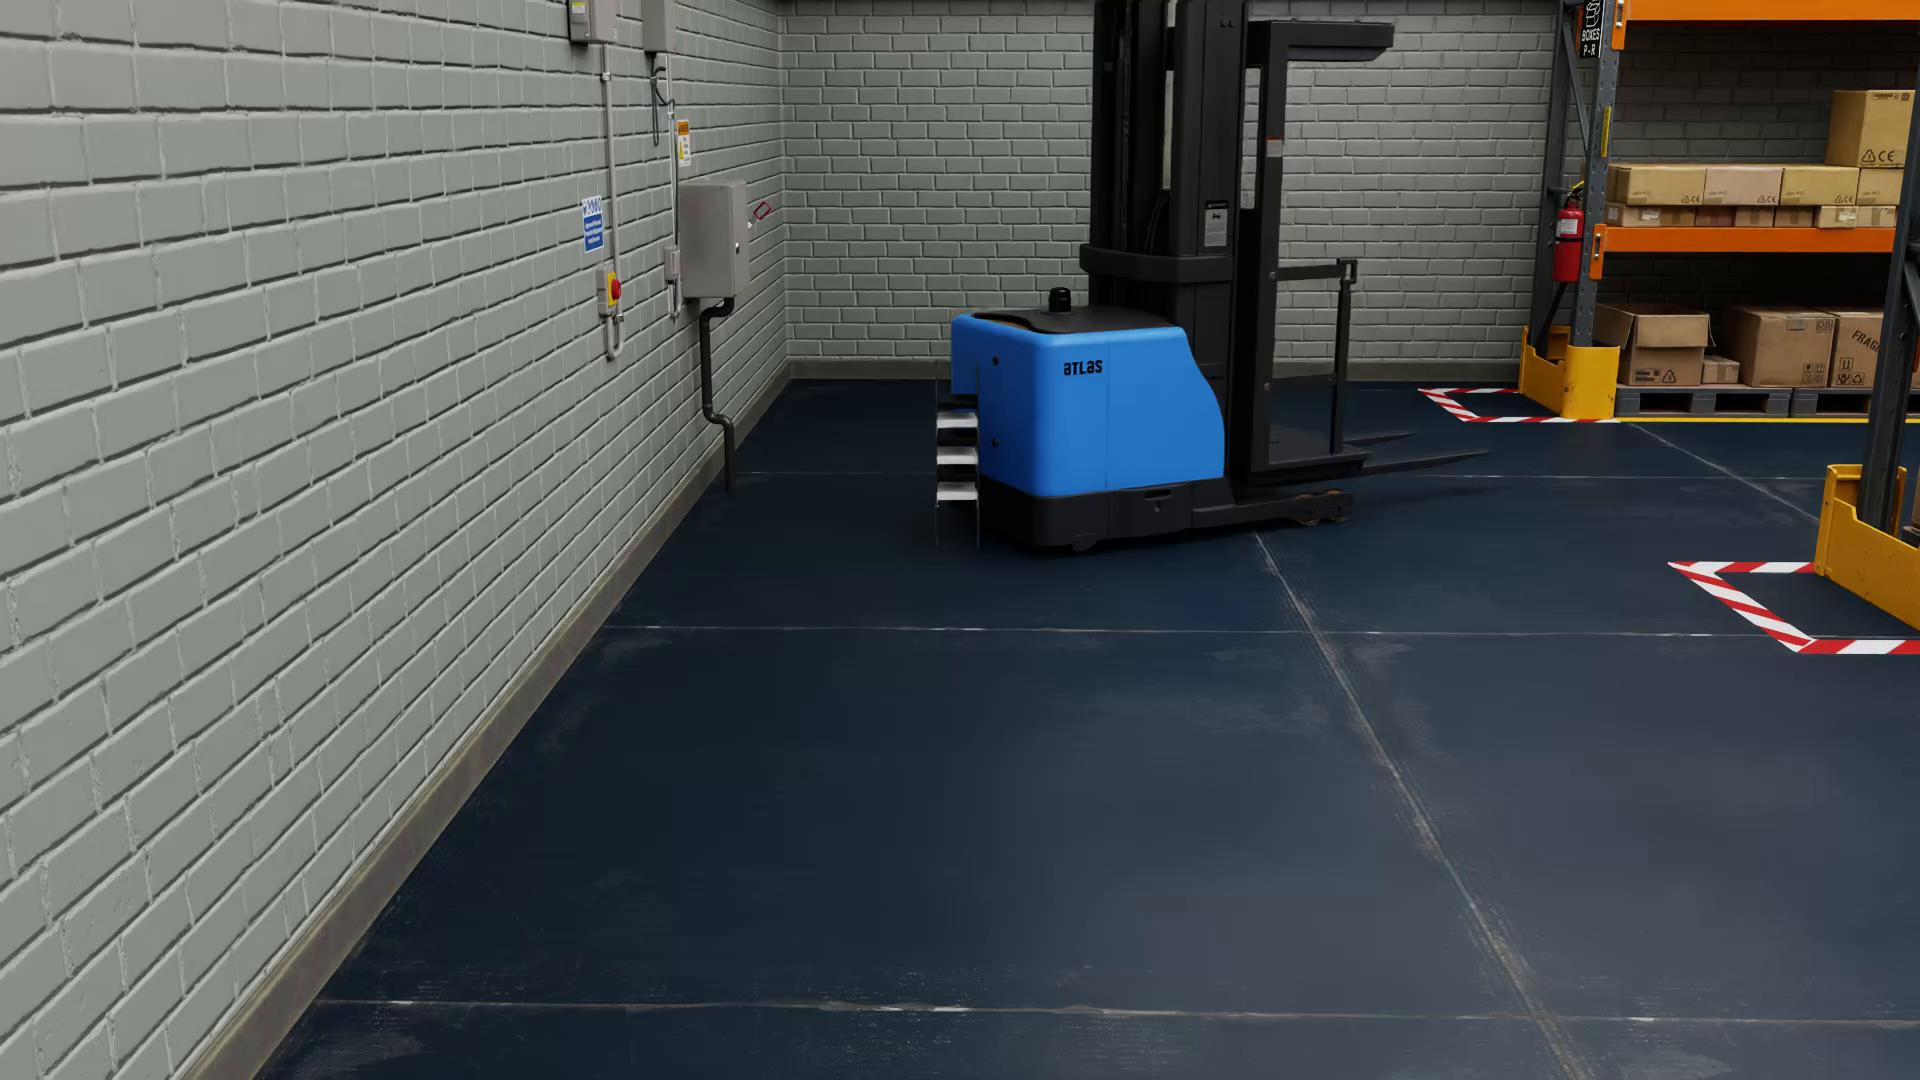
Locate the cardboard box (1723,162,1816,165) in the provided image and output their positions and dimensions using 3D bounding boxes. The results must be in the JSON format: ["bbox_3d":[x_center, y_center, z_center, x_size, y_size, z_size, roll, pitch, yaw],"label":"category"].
[{"bbox_3d":[5.775,-2.559,11.871,0.500,0.250,0.500,1,15,3],"label":"cardboard box"}]

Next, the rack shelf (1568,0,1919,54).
[{"bbox_3d":[6.297,-3.521,11.335,4.000,0.370,1.077,0,15,1],"label":"rack shelf"}]

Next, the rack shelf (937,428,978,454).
[{"bbox_3d":[-0.017,-0.489,8.207,0.200,0.077,0.258,0,15,-2],"label":"rack shelf"}]

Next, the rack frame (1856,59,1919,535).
[{"bbox_3d":[4.175,-1.166,6.878,0.127,3.000,1.000,0,15,1],"label":"rack frame"}]

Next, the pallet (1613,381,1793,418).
[{"bbox_3d":[5.171,-1.077,12.011,1.213,0.211,1.003,0,15,1],"label":"pallet"}]

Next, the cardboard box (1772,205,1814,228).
[{"bbox_3d":[5.655,-2.238,11.433,0.250,0.149,0.380,1,15,2],"label":"cardboard box"}]

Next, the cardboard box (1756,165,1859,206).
[{"bbox_3d":[5.755,-2.425,11.364,0.500,0.250,0.500,0,15,0],"label":"cardboard box"}]

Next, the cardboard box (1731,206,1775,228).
[{"bbox_3d":[5.389,-2.238,11.435,0.250,0.149,0.380,1,15,3],"label":"cardboard box"}]

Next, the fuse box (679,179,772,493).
[{"bbox_3d":[-1.263,-1.108,9.186,0.414,1.711,0.539,0,15,1],"label":"fuse box"}]

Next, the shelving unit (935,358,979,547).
[{"bbox_3d":[-0.017,-0.434,8.221,0.210,0.900,0.258,0,15,-2],"label":"shelving unit"}]

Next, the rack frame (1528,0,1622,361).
[{"bbox_3d":[4.298,-2.431,11.676,0.127,3.000,1.000,0,15,1],"label":"rack frame"}]

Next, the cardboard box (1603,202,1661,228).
[{"bbox_3d":[4.619,-2.238,11.434,0.250,0.149,0.380,0,15,1],"label":"cardboard box"}]

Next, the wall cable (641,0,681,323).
[{"bbox_3d":[-1.438,-2.049,8.236,0.122,1.984,0.588,0,15,1],"label":"wall cable"}]

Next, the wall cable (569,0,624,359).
[{"bbox_3d":[-1.463,-1.703,6.861,0.123,1.953,0.585,0,15,1],"label":"wall cable"}]

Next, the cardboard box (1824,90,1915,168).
[{"bbox_3d":[6.244,-2.784,11.253,0.500,0.500,0.500,1,15,3],"label":"cardboard box"}]

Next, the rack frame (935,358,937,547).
[{"bbox_3d":[-0.119,-0.433,8.218,0.006,0.900,0.240,0,15,-2],"label":"rack frame"}]

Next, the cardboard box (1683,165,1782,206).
[{"bbox_3d":[5.248,-2.428,11.373,0.500,0.250,0.500,1,15,2],"label":"cardboard box"}]

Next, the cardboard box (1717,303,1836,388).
[{"bbox_3d":[5.760,-1.382,11.776,0.500,0.500,0.700,1,15,4],"label":"cardboard box"}]

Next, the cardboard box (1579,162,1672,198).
[{"bbox_3d":[4.764,-2.567,11.902,0.500,0.250,0.500,1,15,3],"label":"cardboard box"}]

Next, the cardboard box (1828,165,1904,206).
[{"bbox_3d":[6.267,-2.427,11.372,0.500,0.250,0.500,0,15,0],"label":"cardboard box"}]

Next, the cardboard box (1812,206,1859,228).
[{"bbox_3d":[5.906,-2.217,11.355,0.250,0.149,0.380,0,15,0],"label":"cardboard box"}]

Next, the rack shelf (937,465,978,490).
[{"bbox_3d":[-0.017,-0.315,8.253,0.200,0.077,0.258,0,15,-2],"label":"rack shelf"}]

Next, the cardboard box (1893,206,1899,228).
[{"bbox_3d":[6.429,-2.236,11.428,0.250,0.149,0.380,0,15,1],"label":"cardboard box"}]

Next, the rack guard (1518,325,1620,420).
[{"bbox_3d":[4.374,-1.222,11.993,0.348,0.500,1.175,0,15,1],"label":"rack guard"}]

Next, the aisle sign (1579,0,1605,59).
[{"bbox_3d":[4.222,-3.614,11.062,0.004,0.787,0.394,0,15,1],"label":"aisle sign"}]

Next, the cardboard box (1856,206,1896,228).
[{"bbox_3d":[6.170,-2.220,11.368,0.250,0.149,0.380,1,15,3],"label":"cardboard box"}]

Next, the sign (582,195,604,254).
[{"bbox_3d":[-1.525,-1.315,6.915,0.001,0.218,0.327,0,15,1],"label":"sign"}]

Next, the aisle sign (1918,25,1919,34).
[{"bbox_3d":[4.111,-2.502,6.848,0.004,0.787,0.394,0,15,1],"label":"aisle sign"}]

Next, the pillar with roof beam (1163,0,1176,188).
[{"bbox_3d":[1.515,-4.482,7.687,0.400,9.000,9.100,0,15,1],"label":"pillar with roof beam"}]

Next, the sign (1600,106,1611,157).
[{"bbox_3d":[4.284,-2.712,11.041,0.005,0.325,0.100,0,15,1],"label":"sign"}]

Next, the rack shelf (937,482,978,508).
[{"bbox_3d":[-0.017,-0.228,8.276,0.200,0.077,0.258,0,15,-2],"label":"rack shelf"}]

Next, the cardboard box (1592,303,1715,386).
[{"bbox_3d":[4.907,-1.399,11.834,0.637,0.503,0.797,0,15,-1],"label":"cardboard box"}]

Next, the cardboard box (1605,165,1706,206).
[{"bbox_3d":[4.744,-2.431,11.385,0.500,0.250,0.500,0,15,2],"label":"cardboard box"}]

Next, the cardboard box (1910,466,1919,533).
[{"bbox_3d":[4.837,-0.151,7.231,0.875,0.438,0.875,0,15,0],"label":"cardboard box"}]

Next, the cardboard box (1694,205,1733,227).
[{"bbox_3d":[5.138,-2.255,11.500,0.250,0.149,0.380,0,15,1],"label":"cardboard box"}]

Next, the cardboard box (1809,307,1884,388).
[{"bbox_3d":[6.286,-1.353,11.666,0.500,0.500,0.500,1,15,2],"label":"cardboard box"}]

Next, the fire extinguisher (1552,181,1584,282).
[{"bbox_3d":[4.139,-2.097,11.290,0.183,0.674,0.296,0,15,1],"label":"fire extinguisher"}]

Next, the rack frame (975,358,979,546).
[{"bbox_3d":[0.085,-0.435,8.224,0.006,0.900,0.240,0,15,-2],"label":"rack frame"}]

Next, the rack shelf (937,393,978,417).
[{"bbox_3d":[-0.017,-0.663,8.161,0.200,0.077,0.258,0,15,-2],"label":"rack shelf"}]

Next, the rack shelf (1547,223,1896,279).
[{"bbox_3d":[6.297,-2.071,11.718,4.000,0.370,1.077,0,15,1],"label":"rack shelf"}]

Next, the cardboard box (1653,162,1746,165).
[{"bbox_3d":[5.280,-2.564,11.888,0.500,0.250,0.500,0,15,2],"label":"cardboard box"}]

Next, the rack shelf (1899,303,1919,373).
[{"bbox_3d":[6.174,-0.805,6.920,4.000,0.370,1.077,0,15,1],"label":"rack shelf"}]

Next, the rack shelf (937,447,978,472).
[{"bbox_3d":[-0.017,-0.402,8.230,0.200,0.077,0.258,0,15,-2],"label":"rack shelf"}]

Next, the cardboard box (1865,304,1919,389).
[{"bbox_3d":[6.798,-1.375,11.750,0.500,0.500,0.700,0,15,-1],"label":"cardboard box"}]

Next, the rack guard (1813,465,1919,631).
[{"bbox_3d":[4.151,0.043,7.197,0.348,0.500,1.175,0,15,1],"label":"rack guard"}]

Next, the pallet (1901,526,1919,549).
[{"bbox_3d":[4.976,0.168,7.289,1.213,0.211,1.003,0,15,1],"label":"pallet"}]

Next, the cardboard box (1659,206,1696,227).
[{"bbox_3d":[4.875,-2.248,11.473,0.250,0.149,0.380,1,15,3],"label":"cardboard box"}]

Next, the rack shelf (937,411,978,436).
[{"bbox_3d":[-0.017,-0.576,8.184,0.200,0.077,0.258,0,15,-2],"label":"rack shelf"}]

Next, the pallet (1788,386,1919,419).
[{"bbox_3d":[6.387,-1.069,11.978,1.213,0.211,1.003,0,15,1],"label":"pallet"}]

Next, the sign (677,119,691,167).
[{"bbox_3d":[-1.472,-2.118,8.868,0.001,0.242,0.339,0,15,1],"label":"sign"}]

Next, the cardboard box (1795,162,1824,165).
[{"bbox_3d":[6.297,-2.556,11.858,0.500,0.250,0.500,0,15,1],"label":"cardboard box"}]

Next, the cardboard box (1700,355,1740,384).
[{"bbox_3d":[5.330,-1.215,11.831,0.250,0.149,0.380,0,15,-1],"label":"cardboard box"}]

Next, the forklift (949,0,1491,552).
[{"bbox_3d":[1.491,-1.601,8.662,3.031,2.935,1.130,-7,16,-26],"label":"forklift"}]

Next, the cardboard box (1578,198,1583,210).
[{"bbox_3d":[4.636,-2.376,11.959,0.250,0.149,0.380,0,15,1],"label":"cardboard box"}]
